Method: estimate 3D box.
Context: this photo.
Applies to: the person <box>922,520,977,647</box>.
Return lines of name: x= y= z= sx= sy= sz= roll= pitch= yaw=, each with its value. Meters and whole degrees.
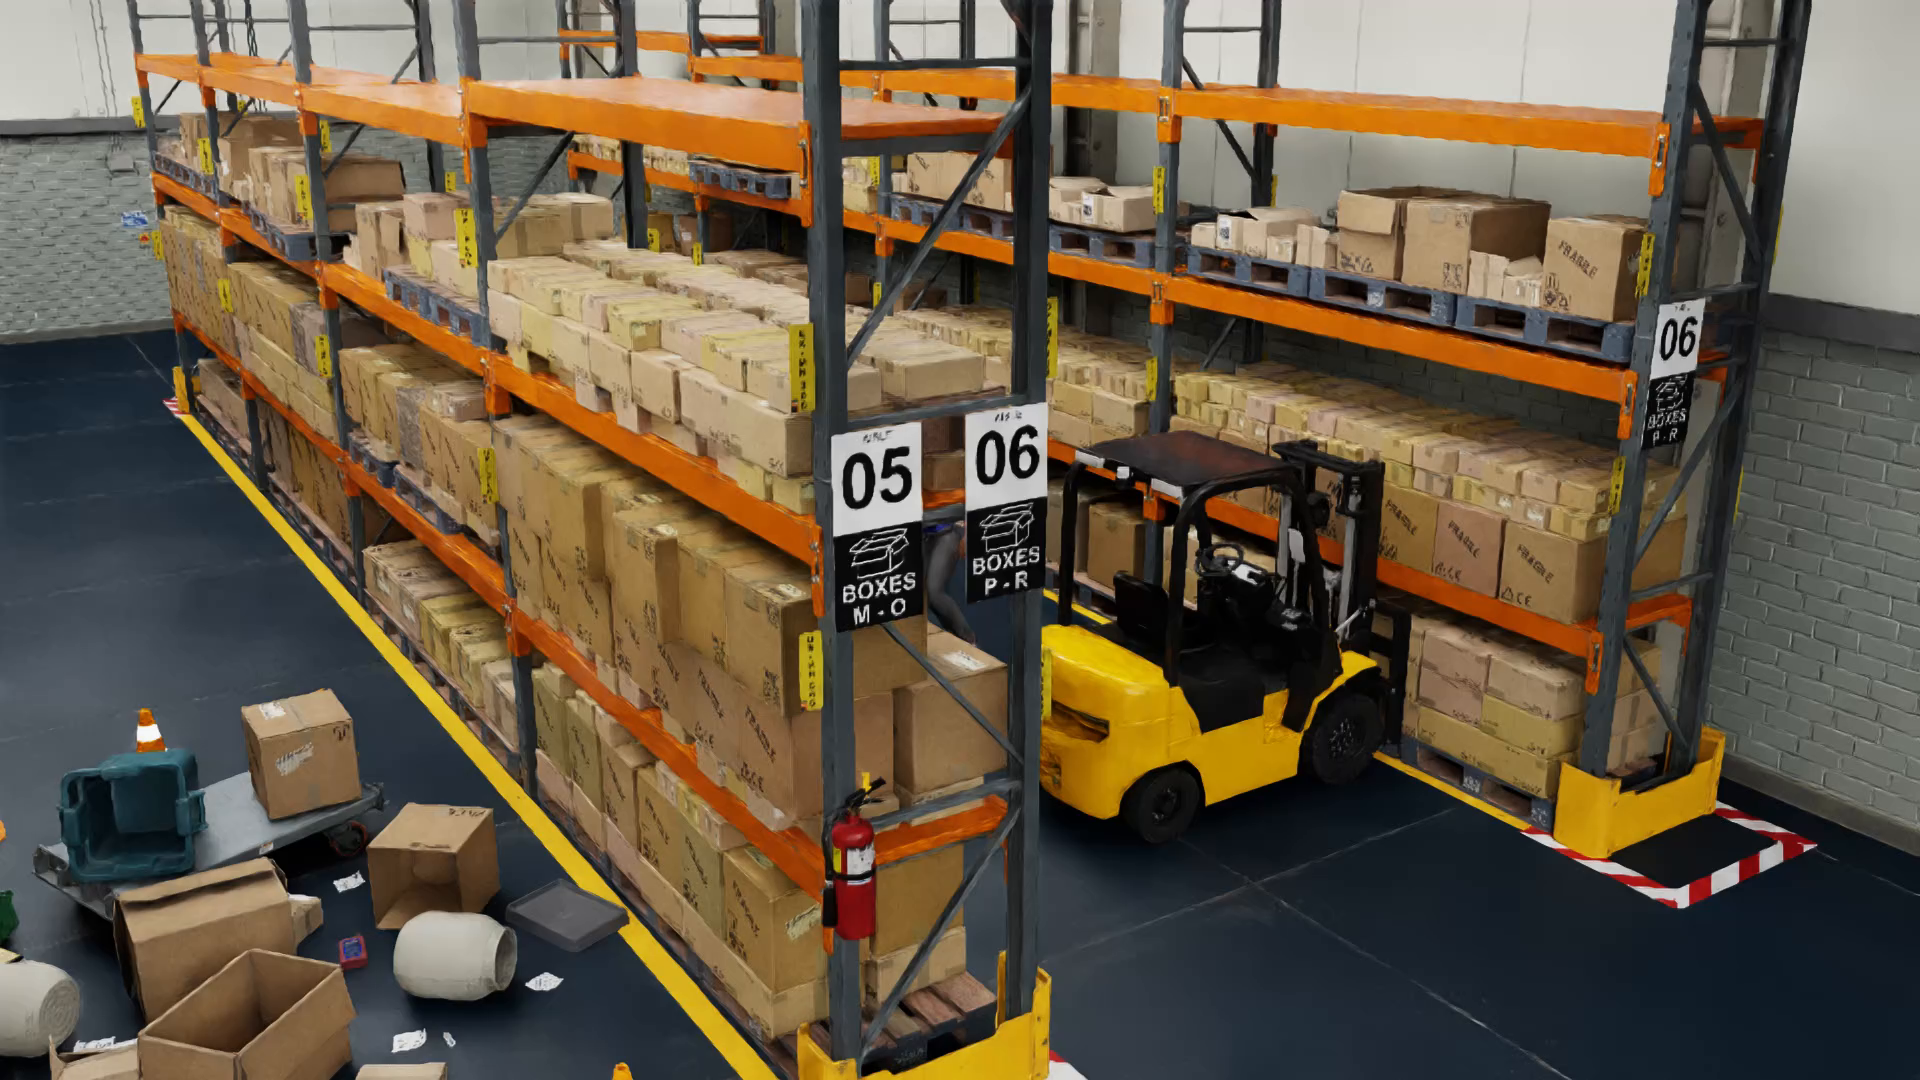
person: x=-0.174 y=0.091 z=12.460 sx=0.527 sy=1.538 sz=0.857 roll=-12 pitch=22 yaw=-33
